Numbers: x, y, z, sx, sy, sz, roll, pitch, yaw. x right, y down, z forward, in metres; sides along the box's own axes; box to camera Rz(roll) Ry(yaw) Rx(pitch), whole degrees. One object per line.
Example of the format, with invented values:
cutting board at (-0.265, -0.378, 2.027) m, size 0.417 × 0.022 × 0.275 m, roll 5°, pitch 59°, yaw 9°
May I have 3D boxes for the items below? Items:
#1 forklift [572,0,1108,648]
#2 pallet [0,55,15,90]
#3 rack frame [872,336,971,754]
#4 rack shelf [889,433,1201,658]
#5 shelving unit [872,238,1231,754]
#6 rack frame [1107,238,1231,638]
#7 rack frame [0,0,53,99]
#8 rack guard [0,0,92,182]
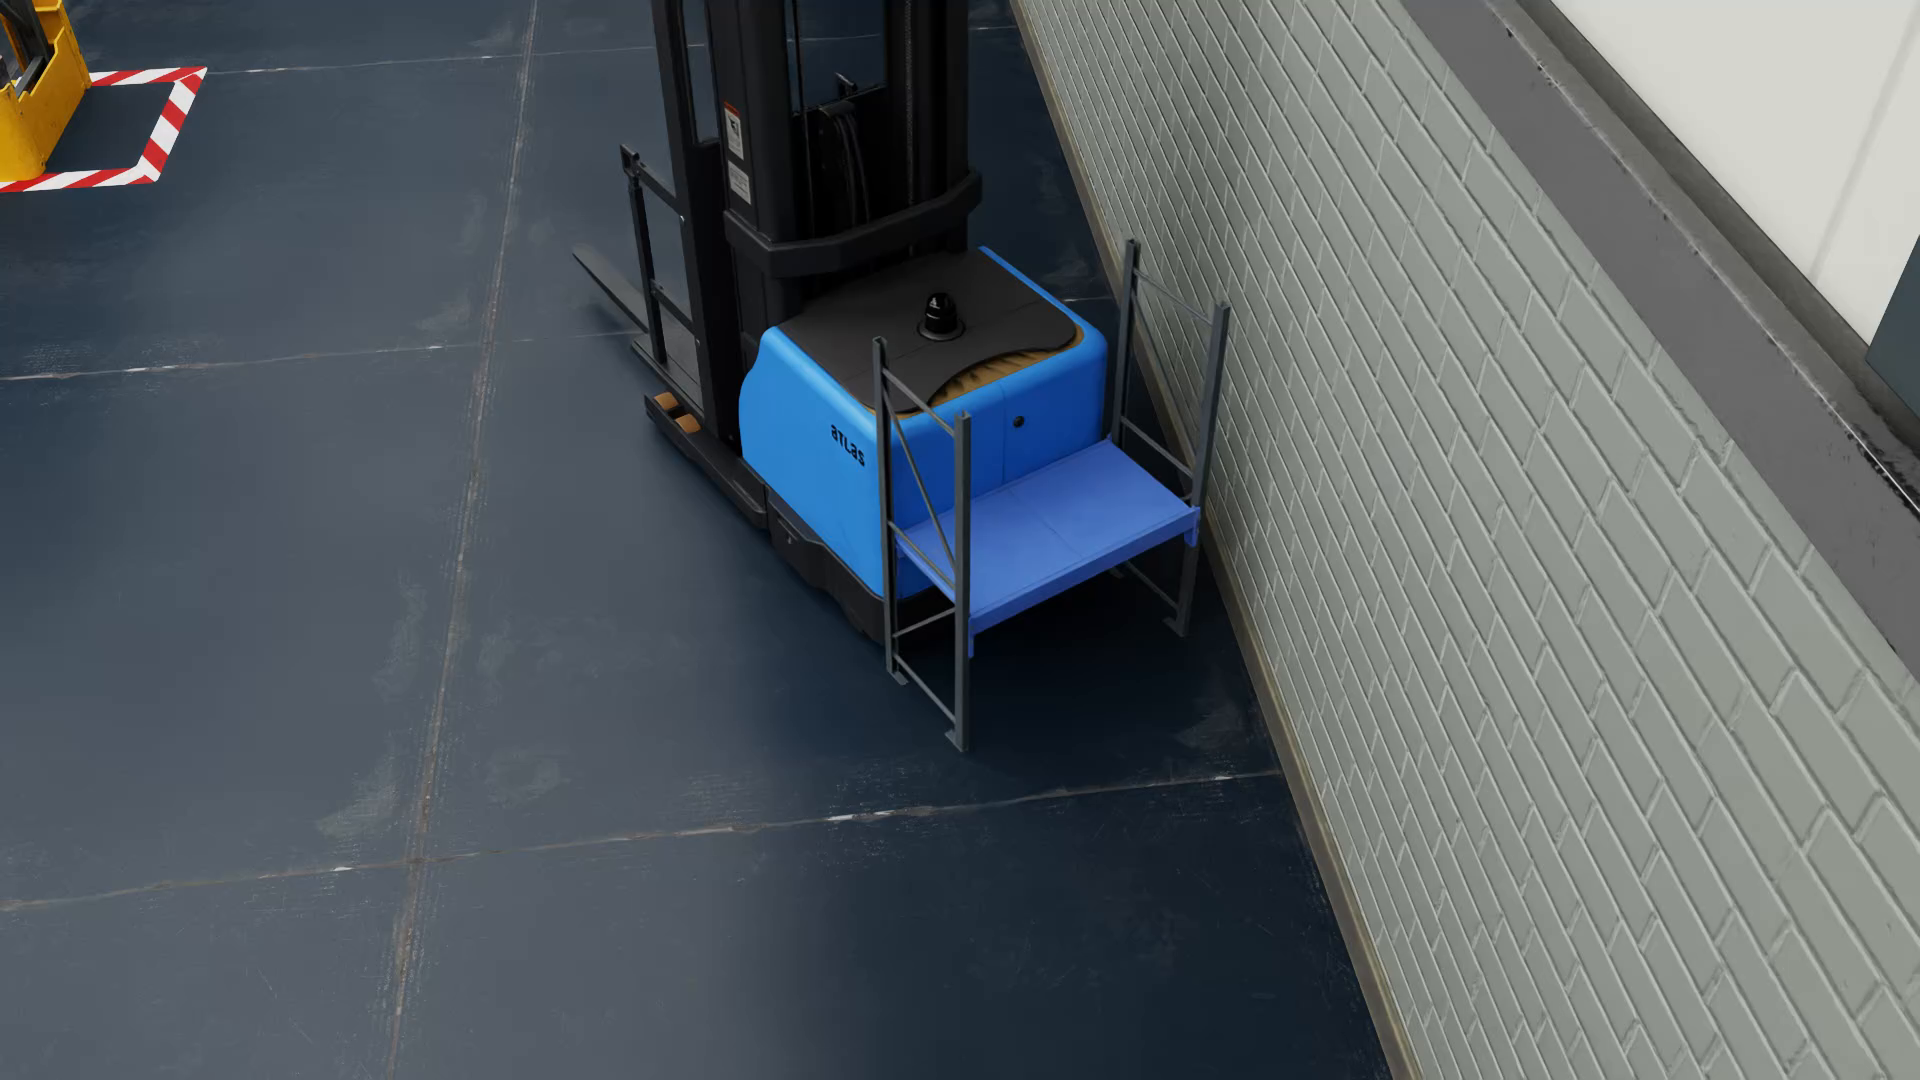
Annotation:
forklift at (-0.714, -1.632, 6.371) m, size 1.130 × 2.935 × 3.031 m, roll -26°, pitch 48°, yaw -26°
pallet at (-6.009, -2.320, 9.165) m, size 1.213 × 0.211 × 1.003 m, roll -5°, pitch 42°, yaw -6°
rack frame at (-0.121, 0.059, 5.565) m, size 0.032 × 1.500 × 0.500 m, roll -25°, pitch 48°, yaw -25°
rack shelf at (0.298, 0.000, 5.899) m, size 1.000 × 0.185 × 0.538 m, roll -25°, pitch 48°, yaw -25°
shelving unit at (0.298, -0.134, 5.779) m, size 1.048 × 1.500 × 0.538 m, roll -25°, pitch 48°, yaw -25°
rack frame at (0.717, -0.327, 5.993) m, size 0.032 × 1.500 × 0.500 m, roll -25°, pitch 48°, yaw -25°
rack frame at (-5.187, -3.402, 8.282) m, size 0.127 × 3.000 × 1.000 m, roll -5°, pitch 42°, yaw -6°
rack guard at (-5.165, -2.484, 9.131) m, size 0.348 × 0.500 × 1.175 m, roll -5°, pitch 42°, yaw -6°
